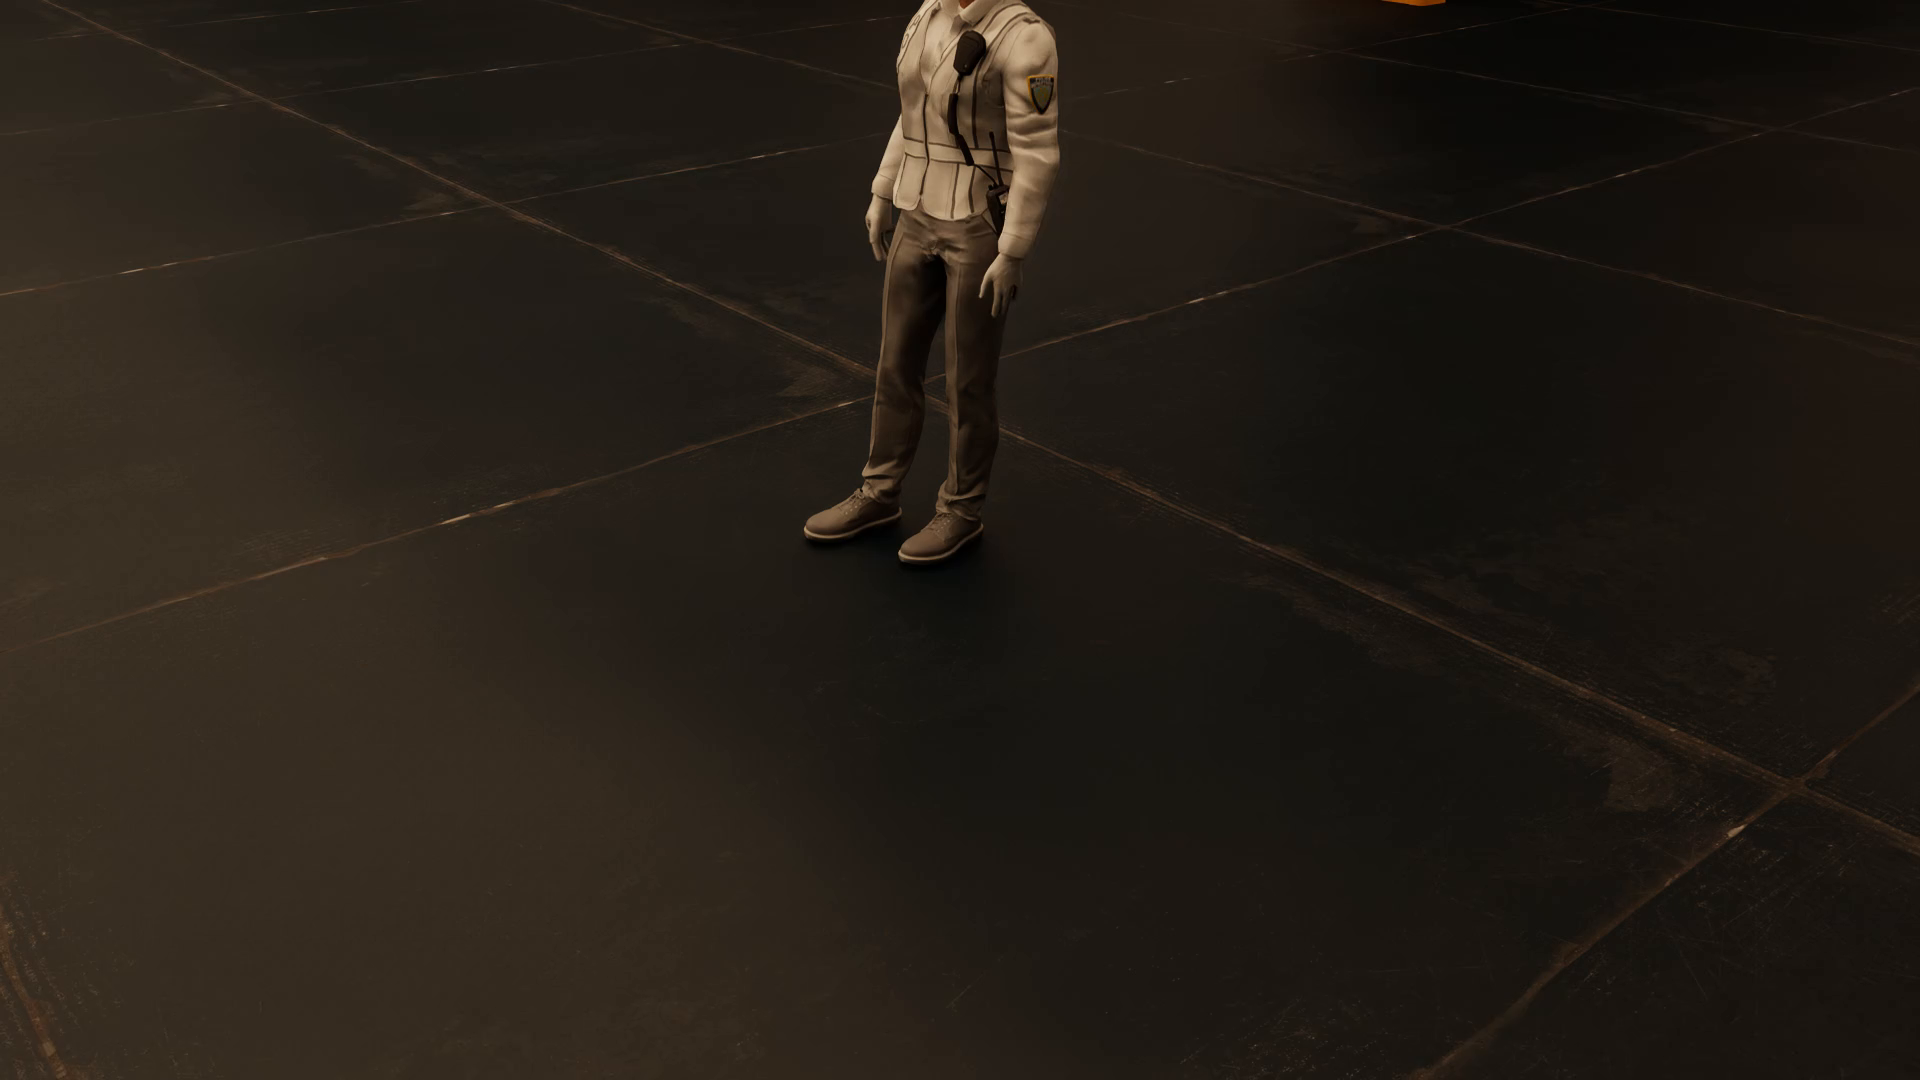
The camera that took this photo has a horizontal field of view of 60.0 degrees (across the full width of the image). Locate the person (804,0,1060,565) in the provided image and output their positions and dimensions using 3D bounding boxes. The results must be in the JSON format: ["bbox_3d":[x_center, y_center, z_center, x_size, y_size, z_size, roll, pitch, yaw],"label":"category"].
[{"bbox_3d":[-0.056,-0.749,4.087,0.533,1.696,0.588,-20,33,-35],"label":"person"}]
